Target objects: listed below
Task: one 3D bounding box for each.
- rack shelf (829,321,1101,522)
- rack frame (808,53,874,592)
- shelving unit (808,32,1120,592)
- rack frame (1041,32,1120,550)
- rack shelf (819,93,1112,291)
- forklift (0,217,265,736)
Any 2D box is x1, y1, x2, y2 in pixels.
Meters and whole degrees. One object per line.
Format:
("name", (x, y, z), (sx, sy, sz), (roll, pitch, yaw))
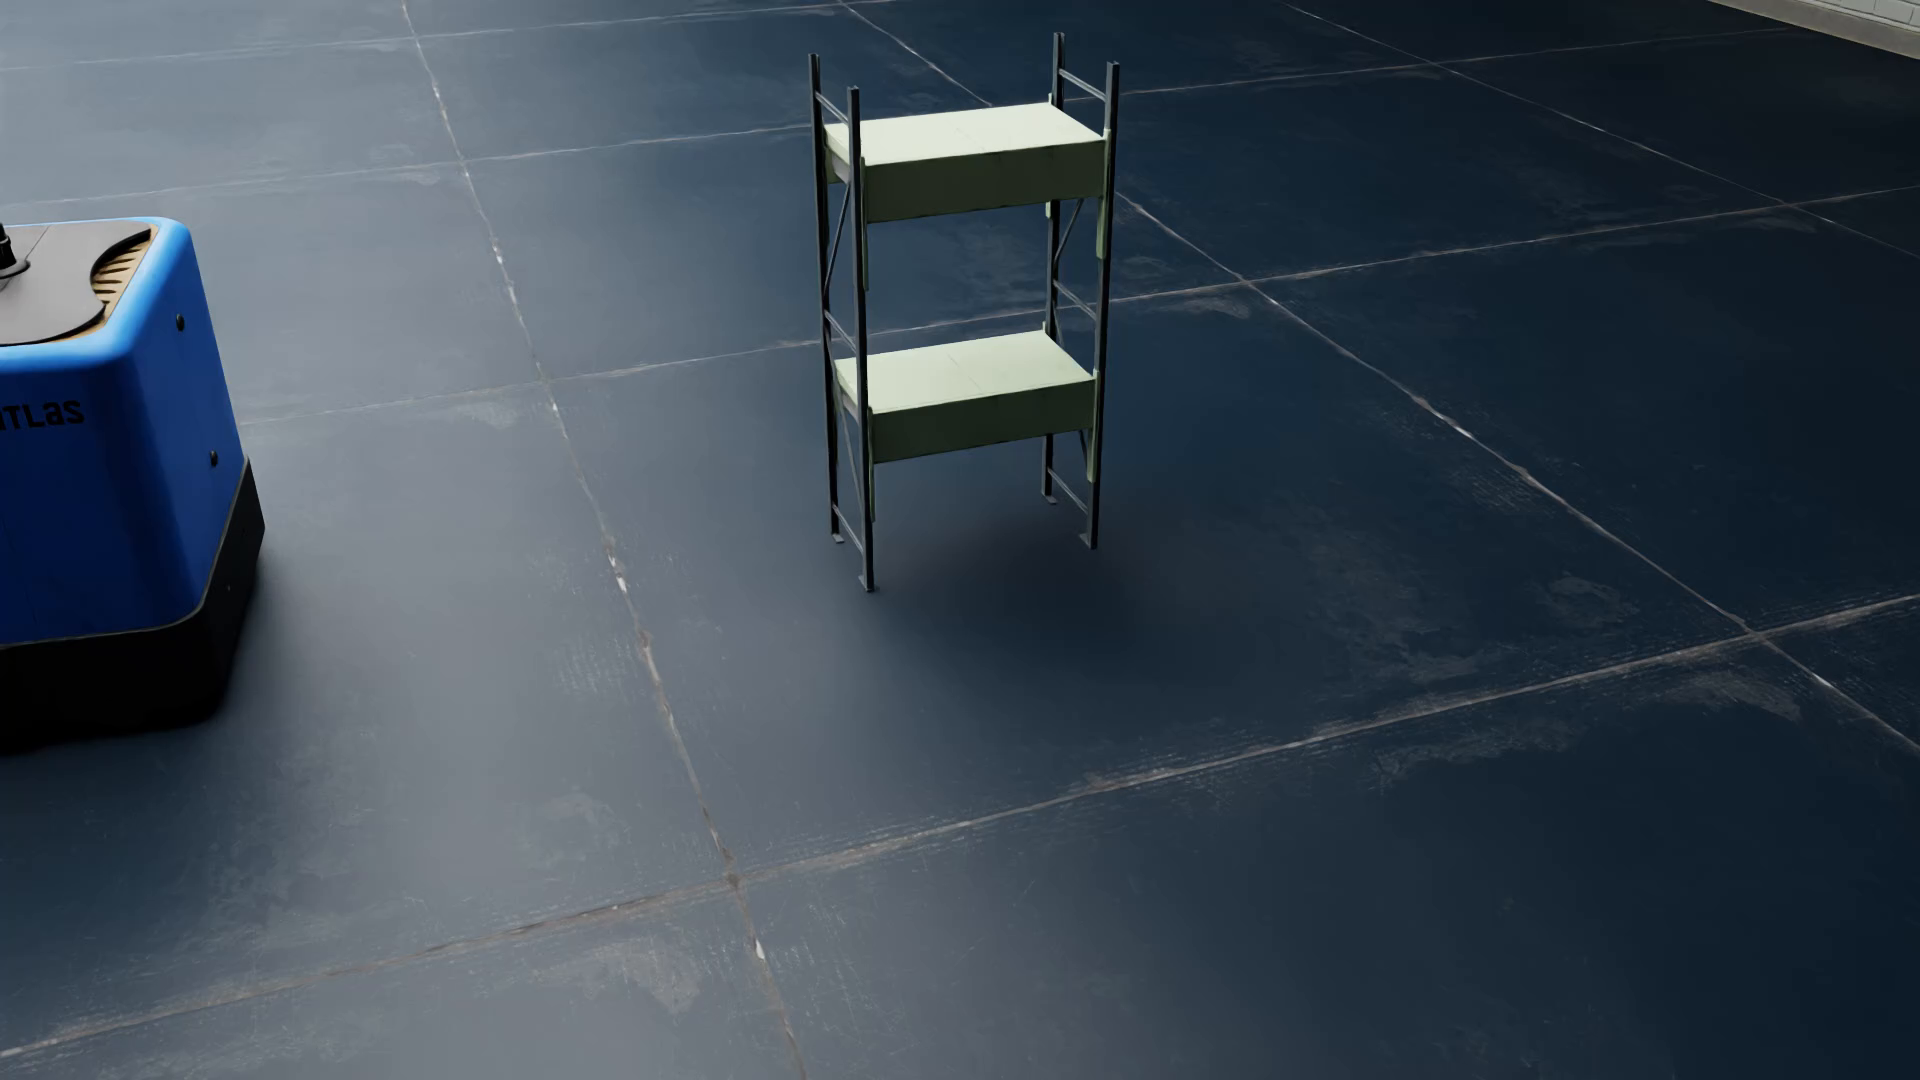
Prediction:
("rack shelf", (0.006, -0.370, 5.042), (0.720, 0.370, 0.431), (-10, 31, -18))
("rack frame", (-0.337, -0.590, 4.770), (0.023, 1.500, 0.400), (-10, 31, -18))
("shelving unit", (0.006, -0.653, 4.881), (0.755, 1.500, 0.431), (-10, 31, -18))
("rack frame", (0.349, -0.716, 4.992), (0.023, 1.500, 0.400), (-10, 31, -18))
("rack shelf", (0.006, -0.992, 4.688), (0.720, 0.370, 0.431), (-10, 31, -18))
("forklift", (-3.539, -0.873, 3.821), (3.031, 2.935, 1.130), (-6, 30, -11))
